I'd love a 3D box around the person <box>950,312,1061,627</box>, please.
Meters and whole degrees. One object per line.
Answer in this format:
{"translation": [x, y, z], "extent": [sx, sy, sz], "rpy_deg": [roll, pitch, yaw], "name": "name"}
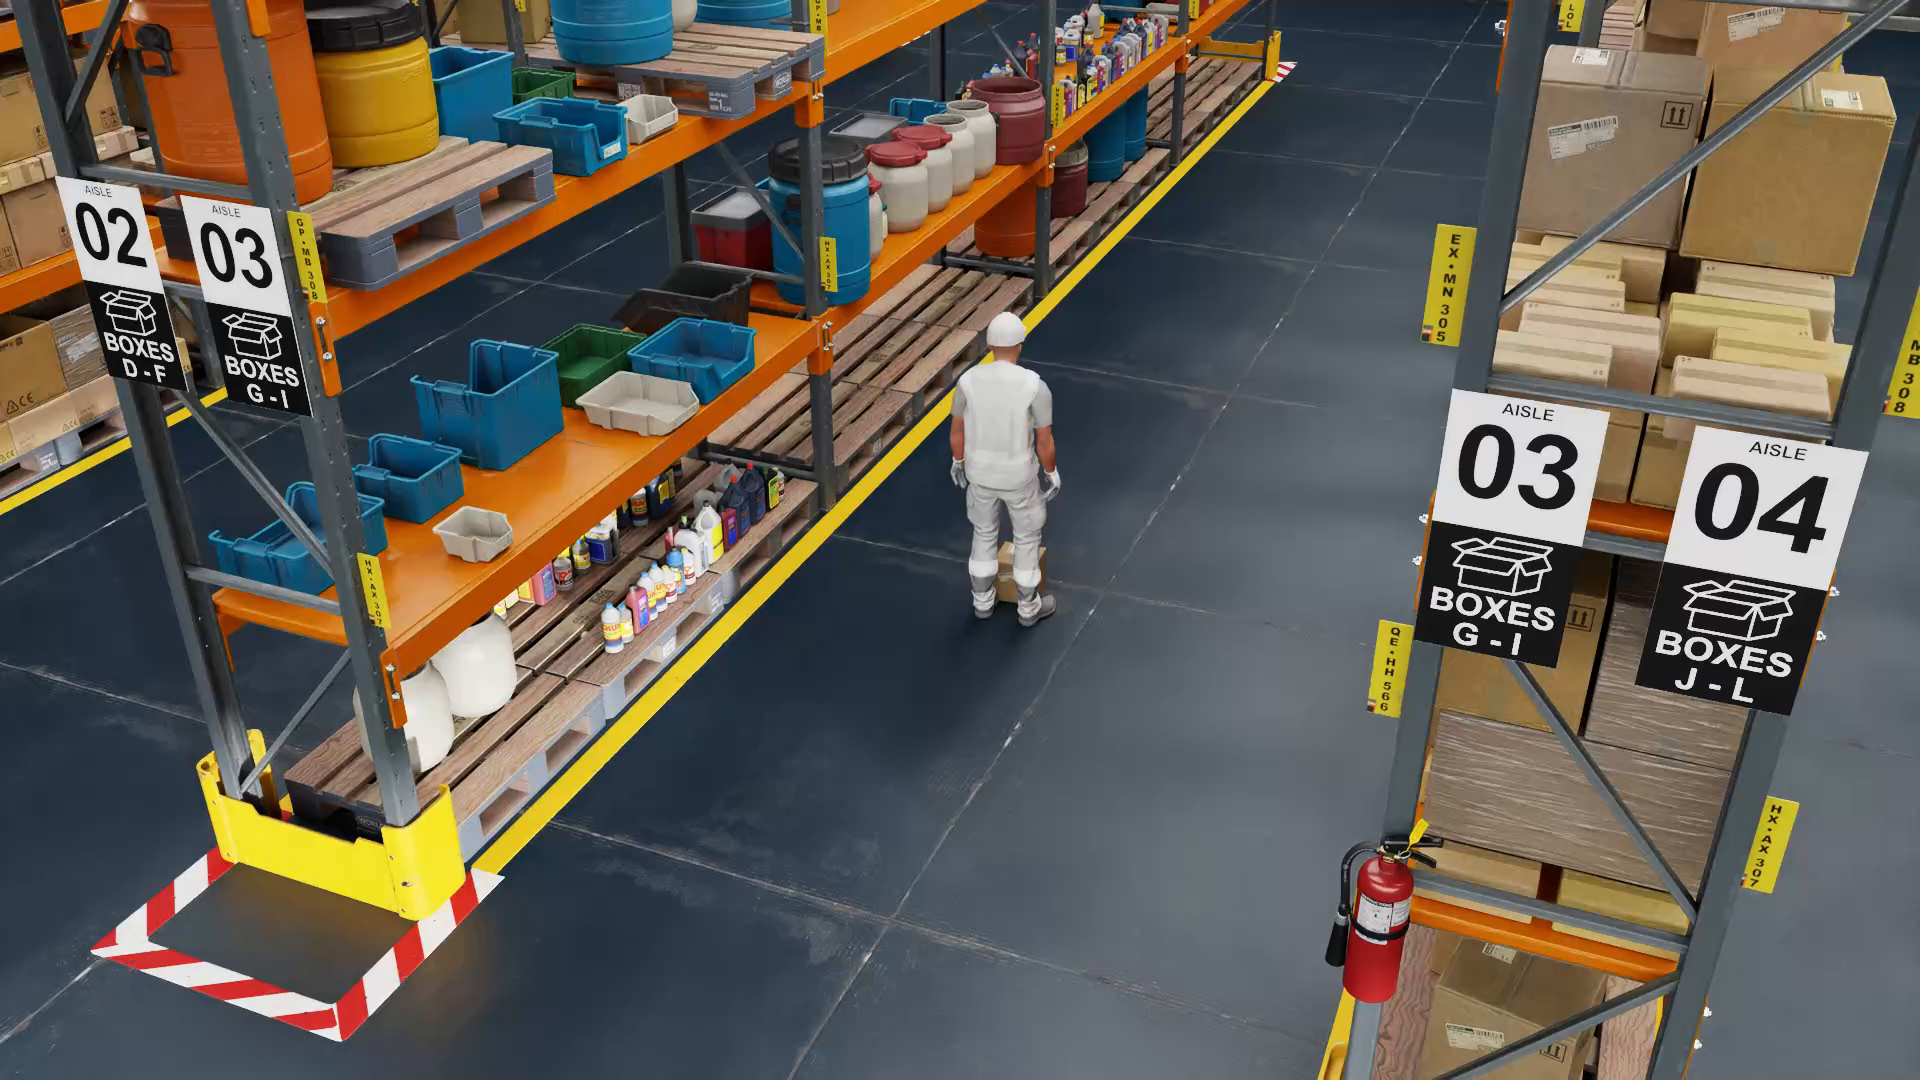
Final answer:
{"translation": [0.241, -0.373, 9.048], "extent": [0.622, 1.781, 0.445], "rpy_deg": [10, 31, 17], "name": "person"}
